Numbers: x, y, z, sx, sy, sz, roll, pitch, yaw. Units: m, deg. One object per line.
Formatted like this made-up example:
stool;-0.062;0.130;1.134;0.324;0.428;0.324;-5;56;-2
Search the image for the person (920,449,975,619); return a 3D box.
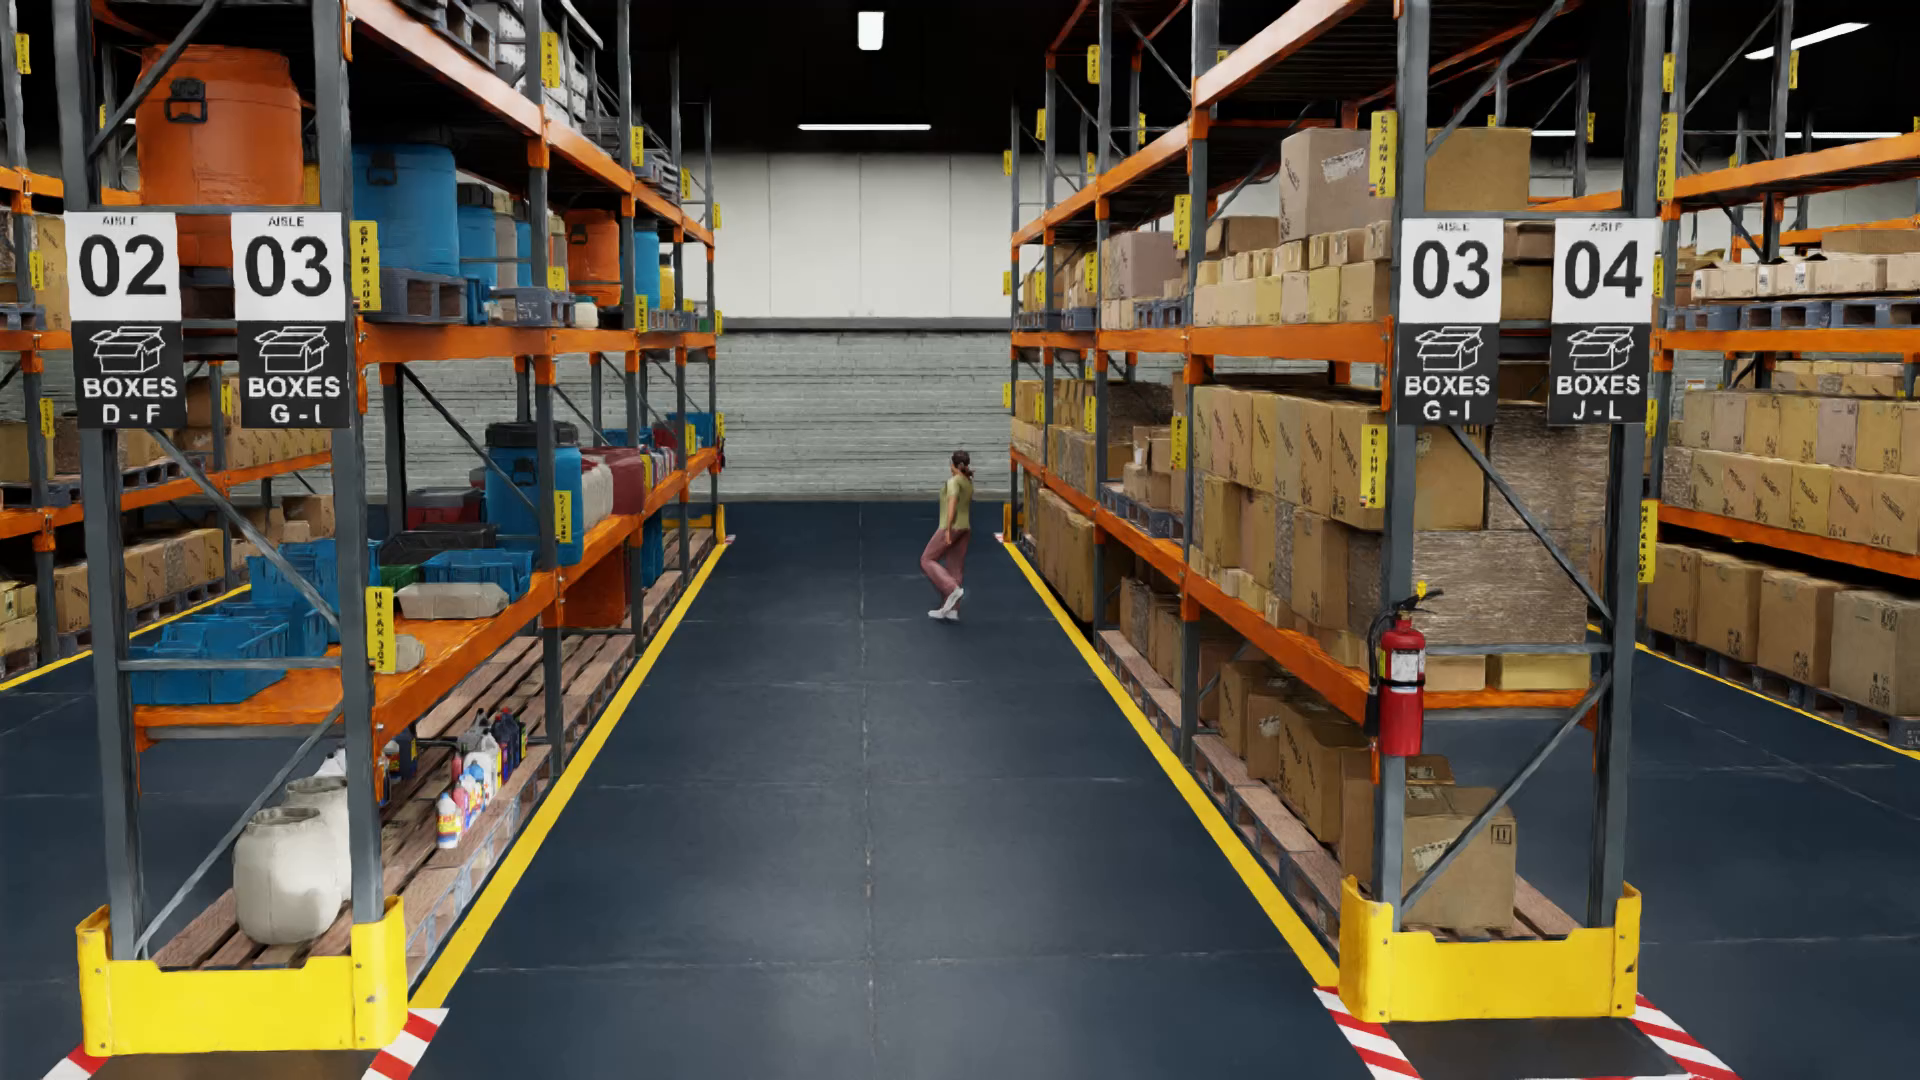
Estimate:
person;-0.093;-0.064;16.276;0.494;1.634;0.652;4;8;29
